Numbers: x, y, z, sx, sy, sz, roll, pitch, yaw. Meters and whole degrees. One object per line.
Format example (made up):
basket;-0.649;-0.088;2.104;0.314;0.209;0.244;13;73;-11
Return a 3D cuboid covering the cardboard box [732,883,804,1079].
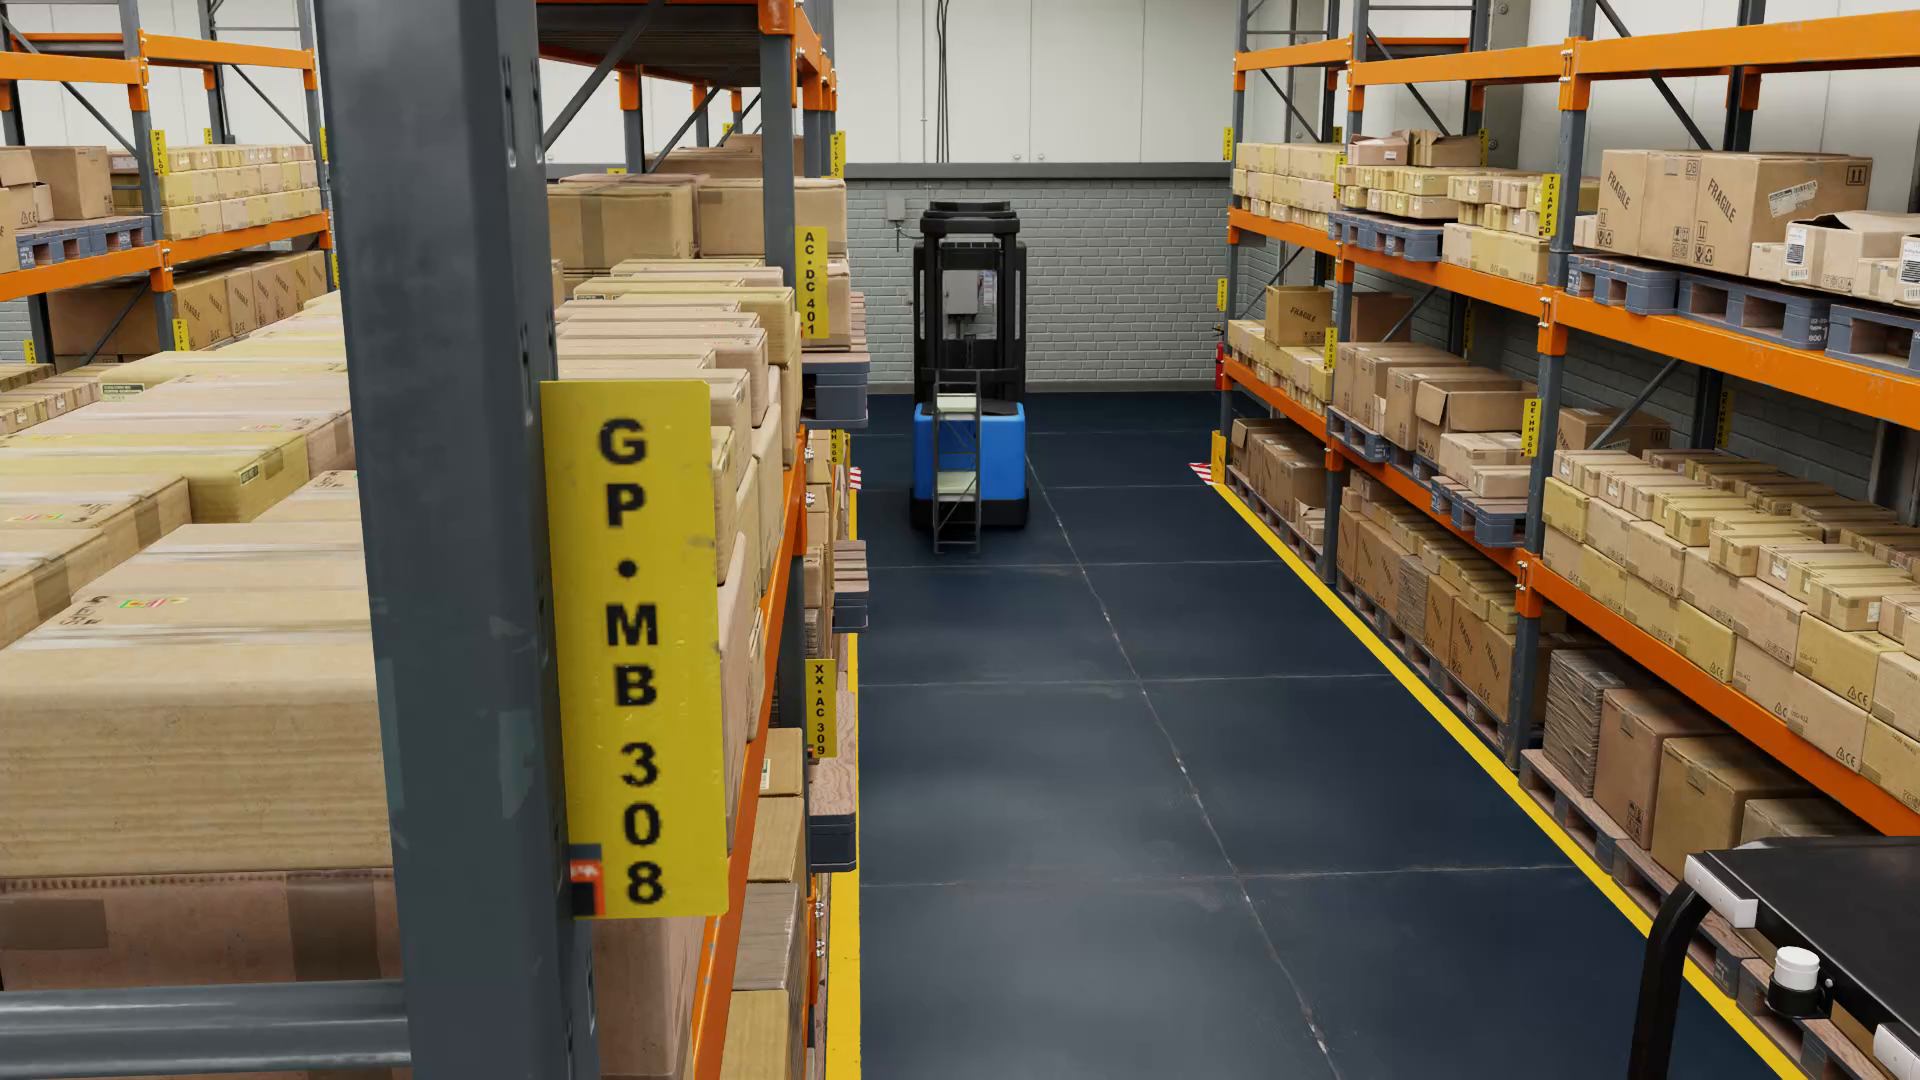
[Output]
cardboard box;-0.628;1.130;3.817;0.500;0.500;0.500;0;14;-2

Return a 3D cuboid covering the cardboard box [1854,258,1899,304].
cardboard box;3.604;-0.970;6.219;0.380;0.149;0.250;-1;14;-4

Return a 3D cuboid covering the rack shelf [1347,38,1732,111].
rack shelf;3.603;-2.974;10.773;1.077;0.370;4.000;-1;14;-3

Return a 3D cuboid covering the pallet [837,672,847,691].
pallet;-1.201;1.117;10.260;1.003;0.211;1.213;-1;14;-3

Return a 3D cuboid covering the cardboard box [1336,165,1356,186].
cardboard box;3.060;-2.754;12.554;0.380;0.149;0.250;0;14;-2

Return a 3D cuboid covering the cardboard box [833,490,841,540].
cardboard box;-1.293;0.172;11.758;0.875;0.875;0.875;0;14;-2

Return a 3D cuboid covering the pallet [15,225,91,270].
pallet;-6.410;-1.878;10.662;1.213;0.211;1.003;-1;14;-3

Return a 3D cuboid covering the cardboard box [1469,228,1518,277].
cardboard box;3.421;-1.742;10.060;0.500;0.250;0.500;-1;14;-3

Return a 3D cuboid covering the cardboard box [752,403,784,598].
cardboard box;-0.587;-0.081;3.005;0.500;0.250;0.500;-1;14;-2

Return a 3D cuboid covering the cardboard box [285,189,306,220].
cardboard box;-6.326;-3.068;15.213;0.500;0.250;0.500;-1;14;-3

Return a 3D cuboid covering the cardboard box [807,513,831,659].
cardboard box;-0.770;0.194;6.611;0.500;0.500;0.500;-1;14;-4

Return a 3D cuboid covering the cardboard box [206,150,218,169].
cardboard box;-6.248;-3.080;13.453;0.380;0.149;0.250;-1;14;-5

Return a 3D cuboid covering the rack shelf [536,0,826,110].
rack shelf;-1.103;-1.902;6.605;1.077;0.370;4.000;-1;14;-3

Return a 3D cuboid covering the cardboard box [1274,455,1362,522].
cardboard box;3.253;-0.471;15.010;0.700;0.500;0.500;-1;14;-6

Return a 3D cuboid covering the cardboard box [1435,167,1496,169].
cardboard box;3.677;-2.637;12.098;0.380;0.149;0.250;-1;14;-5

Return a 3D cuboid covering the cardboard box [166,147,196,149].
cardboard box;-6.865;-3.333;14.438;0.380;0.149;0.250;0;14;-2

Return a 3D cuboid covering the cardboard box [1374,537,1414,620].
cardboard box;3.354;0.279;12.095;0.500;0.500;0.500;-1;14;-5

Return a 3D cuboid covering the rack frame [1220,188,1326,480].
rack frame;3.231;-2.103;17.180;1.000;3.000;0.127;-1;14;-3

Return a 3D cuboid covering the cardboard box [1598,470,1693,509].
cardboard box;3.512;-0.262;8.524;0.380;0.149;0.250;0;14;-2

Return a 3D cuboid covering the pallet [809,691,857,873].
pallet;-0.881;0.859;6.051;1.003;0.211;1.213;-1;14;-3

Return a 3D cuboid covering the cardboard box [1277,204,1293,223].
cardboard box;3.037;-2.907;14.788;0.380;0.149;0.250;-1;14;-2

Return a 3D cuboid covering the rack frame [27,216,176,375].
rack frame;-6.409;-0.929;12.618;1.000;3.000;0.127;-1;14;-3

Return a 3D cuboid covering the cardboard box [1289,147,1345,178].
cardboard box;3.144;-3.249;14.313;0.500;0.250;0.500;-1;14;-2

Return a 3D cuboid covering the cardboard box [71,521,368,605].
cardboard box;-0.581;0.083;1.570;0.380;0.149;0.250;-1;14;-4

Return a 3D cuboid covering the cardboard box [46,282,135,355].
cardboard box;-6.708;-1.719;12.882;0.500;0.500;0.500;-1;14;-5

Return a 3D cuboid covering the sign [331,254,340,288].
sign;-6.102;-2.641;16.314;0.100;0.325;0.005;-1;14;-3

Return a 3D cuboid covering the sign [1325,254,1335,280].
sign;3.787;-2.820;17.011;0.100;0.325;0.005;-1;14;-3

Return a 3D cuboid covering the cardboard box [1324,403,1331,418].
cardboard box;3.207;-1.062;13.638;0.380;0.149;0.250;-1;14;-3

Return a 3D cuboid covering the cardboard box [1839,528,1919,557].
cardboard box;4.119;0.048;7.317;0.380;0.149;0.250;-1;14;-3

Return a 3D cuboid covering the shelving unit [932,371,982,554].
shelving unit;-0.025;-0.696;14.720;0.431;1.500;0.755;0;14;1

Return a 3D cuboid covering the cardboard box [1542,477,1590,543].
cardboard box;3.486;-0.168;8.959;0.500;0.250;0.500;-1;14;-3

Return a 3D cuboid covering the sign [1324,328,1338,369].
sign;2.938;-1.517;13.166;0.100;0.325;0.005;-1;14;-3

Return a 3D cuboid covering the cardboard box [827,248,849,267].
cardboard box;-0.648;-0.902;5.951;0.500;0.250;0.500;-1;14;-4

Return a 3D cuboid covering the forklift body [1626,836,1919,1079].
forklift body;2.284;1.844;3.544;2.313;2.155;1.214;-1;14;-3

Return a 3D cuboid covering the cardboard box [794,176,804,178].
cardboard box;-1.211;-2.428;11.758;0.500;0.311;0.500;-1;14;-3

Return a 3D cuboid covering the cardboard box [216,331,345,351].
cardboard box;-1.107;-0.290;3.016;0.380;0.149;0.250;-1;14;-2

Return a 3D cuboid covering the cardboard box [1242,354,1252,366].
cardboard box;3.040;-1.833;16.634;0.380;0.149;0.250;-1;14;-2

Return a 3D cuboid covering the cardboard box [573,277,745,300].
cardboard box;-0.722;-0.553;4.041;0.380;0.149;0.250;-1;14;-2

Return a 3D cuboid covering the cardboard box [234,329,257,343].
cardboard box;-6.221;-1.497;14.029;0.500;0.500;0.500;-1;14;-5

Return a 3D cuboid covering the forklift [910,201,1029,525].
forklift;0.097;-1.865;16.394;1.130;2.935;3.031;0;14;0

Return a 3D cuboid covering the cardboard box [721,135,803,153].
cardboard box;-1.590;-3.120;13.863;0.797;0.503;0.637;0;14;1

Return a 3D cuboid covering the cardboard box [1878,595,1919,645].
cardboard box;3.735;0.312;6.293;0.380;0.149;0.250;-1;14;-3

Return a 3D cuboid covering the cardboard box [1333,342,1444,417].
cardboard box;3.286;-1.236;12.768;0.700;0.500;0.500;-1;14;-2

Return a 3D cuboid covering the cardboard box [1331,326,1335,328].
cardboard box;3.555;-1.936;16.235;0.500;0.250;0.500;-1;14;-3

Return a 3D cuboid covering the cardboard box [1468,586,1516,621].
cardboard box;3.396;0.393;10.350;0.380;0.149;0.250;-2;15;-6

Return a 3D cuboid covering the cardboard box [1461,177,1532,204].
cardboard box;3.348;-2.172;10.331;0.380;0.149;0.250;-1;14;-5

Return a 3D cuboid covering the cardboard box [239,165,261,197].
cardboard box;-6.293;-3.055;14.159;0.500;0.250;0.500;-2;15;-6

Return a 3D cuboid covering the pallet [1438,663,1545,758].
pallet;3.719;1.051;10.519;1.003;0.211;1.213;-1;14;-3

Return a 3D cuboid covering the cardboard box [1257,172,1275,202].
cardboard box;3.057;-3.259;15.357;0.500;0.250;0.500;-1;14;-5

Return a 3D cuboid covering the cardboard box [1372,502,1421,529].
cardboard box;3.358;-0.191;12.619;0.380;0.149;0.250;-2;15;-6

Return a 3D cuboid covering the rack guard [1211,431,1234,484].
rack guard;3.236;-0.874;17.418;1.175;0.500;0.348;-1;14;-3

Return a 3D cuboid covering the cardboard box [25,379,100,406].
cardboard box;-6.141;-1.006;11.383;0.380;0.149;0.250;-1;14;-4
